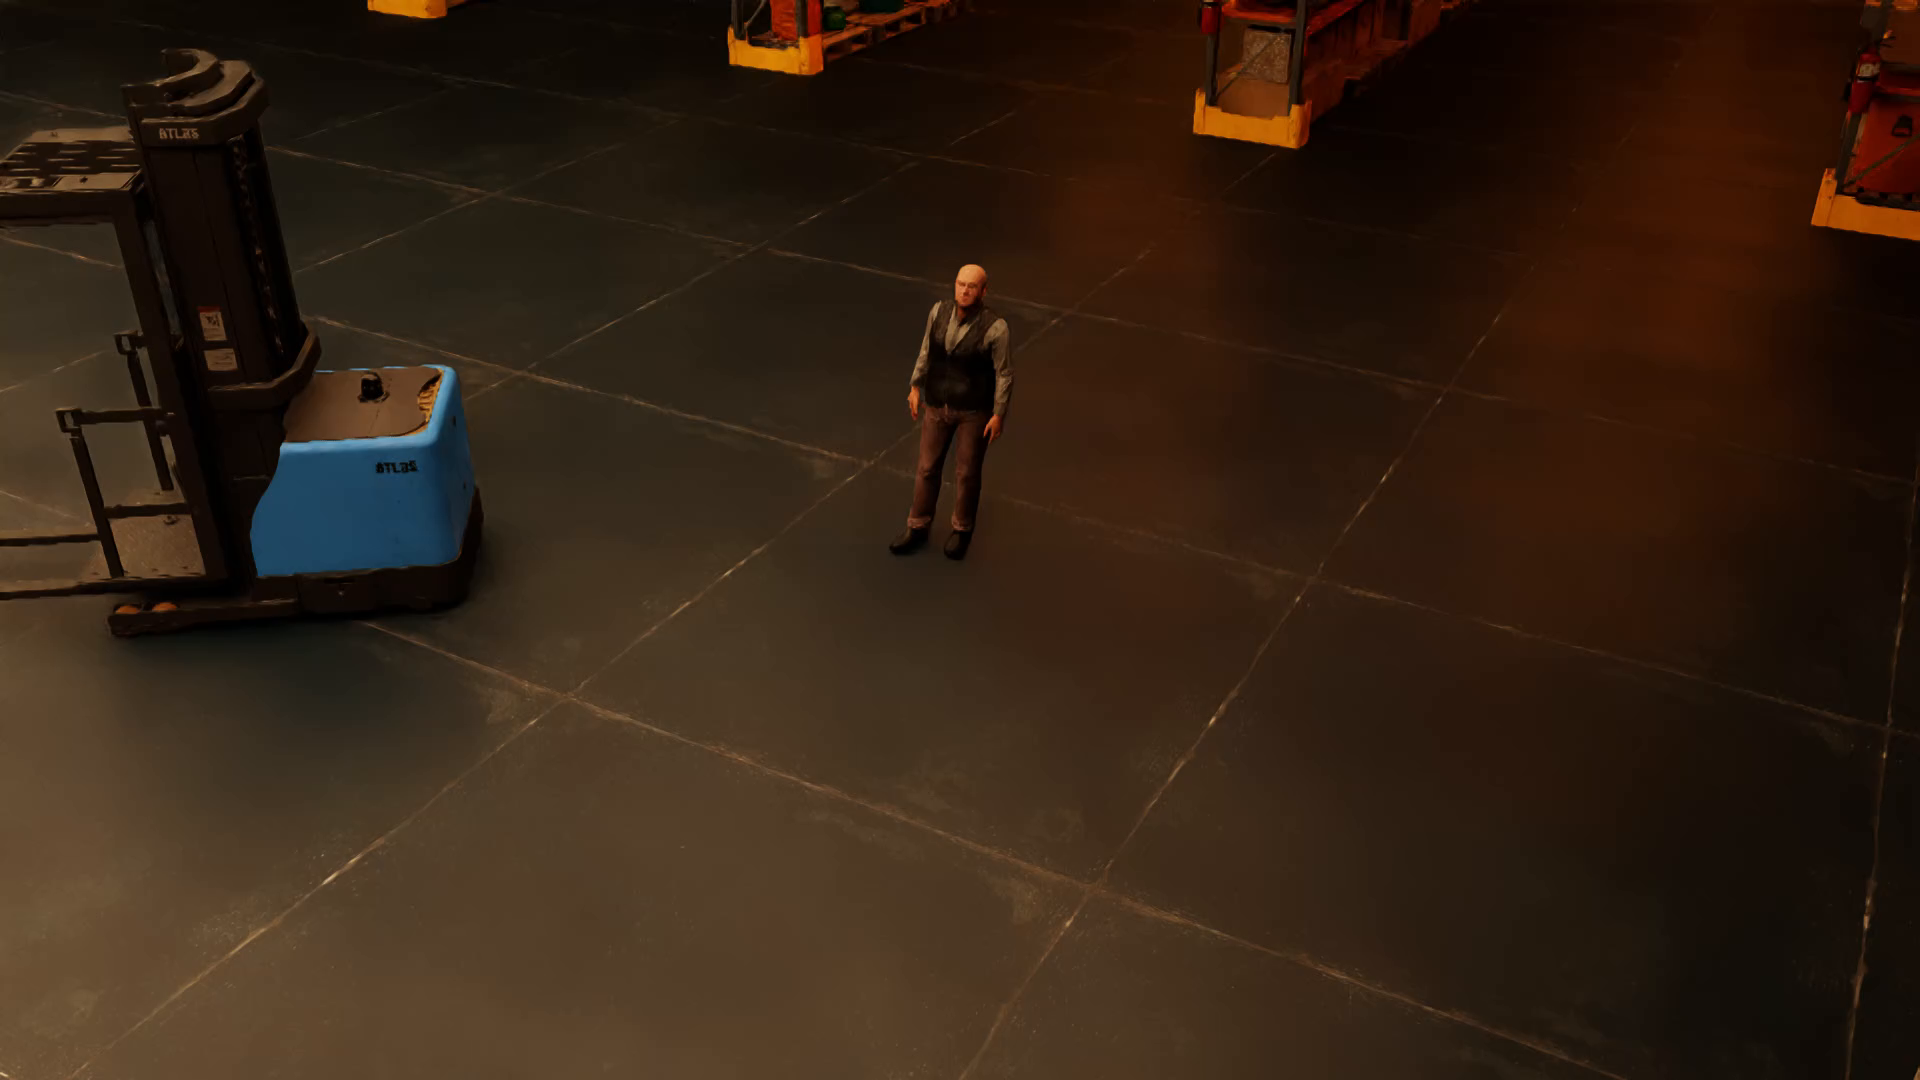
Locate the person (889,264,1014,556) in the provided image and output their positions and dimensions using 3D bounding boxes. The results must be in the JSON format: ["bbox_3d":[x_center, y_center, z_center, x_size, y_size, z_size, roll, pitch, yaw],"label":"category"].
[{"bbox_3d":[-0.037,-0.726,9.525,0.632,1.720,0.567,15,33,25],"label":"person"}]

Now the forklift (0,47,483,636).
[{"bbox_3d":[-4.335,-1.027,8.850,3.031,2.935,1.130,-4,30,-7],"label":"forklift"}]
